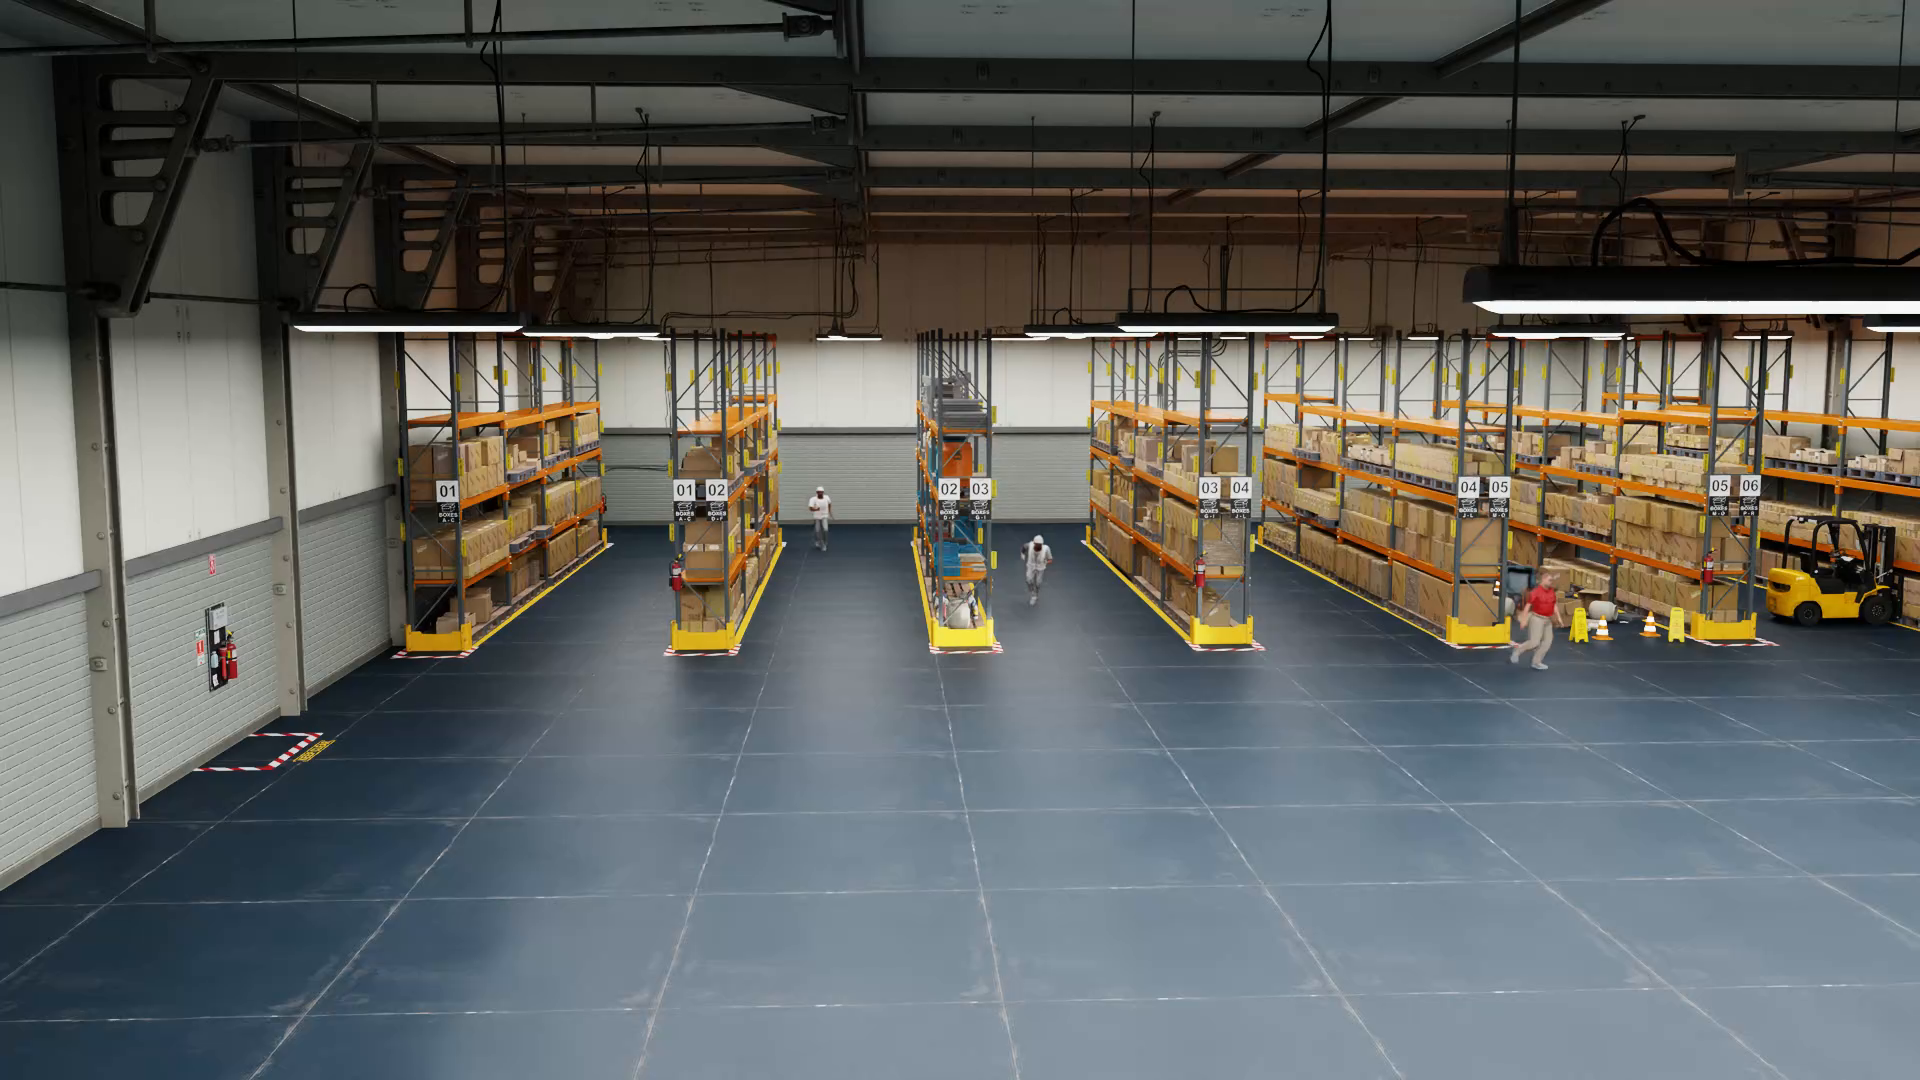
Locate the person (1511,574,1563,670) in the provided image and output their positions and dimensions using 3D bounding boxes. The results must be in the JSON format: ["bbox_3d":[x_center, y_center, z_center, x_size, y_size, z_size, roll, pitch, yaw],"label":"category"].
[{"bbox_3d":[10.175,1.426,29.359,0.712,1.698,0.696,-4,8,-32],"label":"person"}]

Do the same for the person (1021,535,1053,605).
[{"bbox_3d":[1.689,0.634,36.509,0.672,1.561,1.126,0,7,0],"label":"person"}]

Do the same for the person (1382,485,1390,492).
[{"bbox_3d":[12.798,-1.028,50.012,0.966,1.657,0.578,-2,7,-15],"label":"person"}]

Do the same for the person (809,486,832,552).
[{"bbox_3d":[-3.868,-0.588,46.136,0.669,1.822,0.852,-1,7,-12],"label":"person"}]
